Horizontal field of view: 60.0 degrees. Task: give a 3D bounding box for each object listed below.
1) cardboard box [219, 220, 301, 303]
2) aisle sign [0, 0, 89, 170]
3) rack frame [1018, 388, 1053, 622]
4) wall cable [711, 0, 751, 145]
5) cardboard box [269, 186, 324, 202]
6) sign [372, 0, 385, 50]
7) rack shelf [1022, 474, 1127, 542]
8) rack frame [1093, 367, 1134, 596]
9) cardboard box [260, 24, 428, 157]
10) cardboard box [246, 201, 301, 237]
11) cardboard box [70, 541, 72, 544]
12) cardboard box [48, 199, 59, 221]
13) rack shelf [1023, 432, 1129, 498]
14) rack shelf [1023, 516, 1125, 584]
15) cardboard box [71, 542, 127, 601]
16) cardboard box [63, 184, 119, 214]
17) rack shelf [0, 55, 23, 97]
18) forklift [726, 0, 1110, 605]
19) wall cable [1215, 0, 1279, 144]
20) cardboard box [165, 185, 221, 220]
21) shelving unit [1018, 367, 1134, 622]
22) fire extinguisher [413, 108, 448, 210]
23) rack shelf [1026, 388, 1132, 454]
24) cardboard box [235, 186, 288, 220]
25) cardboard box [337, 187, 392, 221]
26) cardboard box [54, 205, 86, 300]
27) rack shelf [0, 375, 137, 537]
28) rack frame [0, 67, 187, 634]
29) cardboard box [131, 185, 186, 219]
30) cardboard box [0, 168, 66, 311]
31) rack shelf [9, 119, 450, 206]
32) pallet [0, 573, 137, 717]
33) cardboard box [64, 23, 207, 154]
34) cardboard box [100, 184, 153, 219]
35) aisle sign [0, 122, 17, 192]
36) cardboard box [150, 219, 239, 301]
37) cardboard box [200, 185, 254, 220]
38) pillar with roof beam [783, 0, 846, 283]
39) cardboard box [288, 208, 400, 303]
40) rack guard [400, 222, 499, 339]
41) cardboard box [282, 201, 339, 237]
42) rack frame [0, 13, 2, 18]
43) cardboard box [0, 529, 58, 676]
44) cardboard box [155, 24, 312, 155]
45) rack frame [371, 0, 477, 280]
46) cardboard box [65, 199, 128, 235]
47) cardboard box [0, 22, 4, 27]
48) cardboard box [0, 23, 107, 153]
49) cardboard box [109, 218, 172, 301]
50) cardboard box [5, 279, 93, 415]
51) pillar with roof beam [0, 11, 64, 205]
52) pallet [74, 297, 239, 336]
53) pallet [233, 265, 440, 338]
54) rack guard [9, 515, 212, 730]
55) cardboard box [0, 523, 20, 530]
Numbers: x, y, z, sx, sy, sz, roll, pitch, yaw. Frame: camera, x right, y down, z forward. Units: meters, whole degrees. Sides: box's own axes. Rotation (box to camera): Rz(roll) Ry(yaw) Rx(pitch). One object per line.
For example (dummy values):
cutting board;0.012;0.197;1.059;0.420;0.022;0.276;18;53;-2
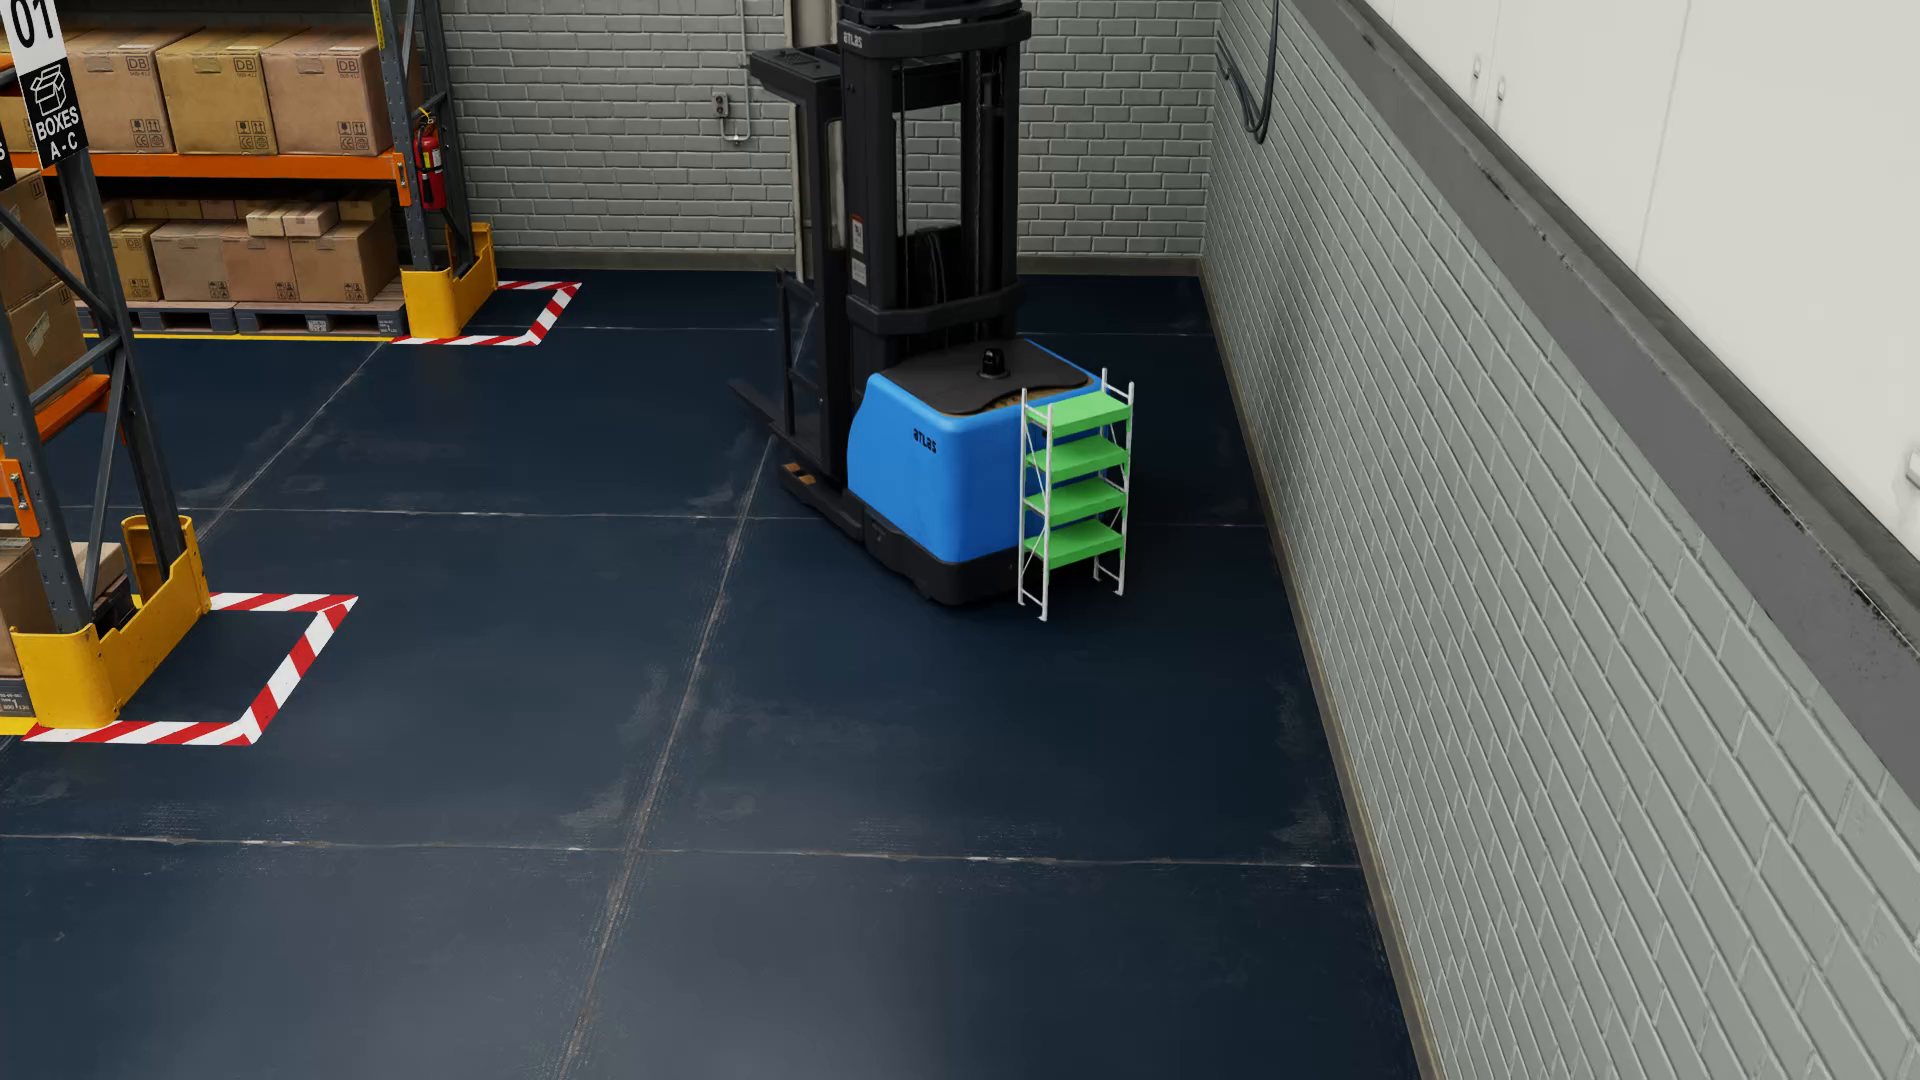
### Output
cardboard box;-5.014;-2.106;12.240;0.500;0.500;0.700;1;28;2
aisle sign;-3.904;-2.018;7.078;0.004;0.787;0.394;1;28;2
rack frame;0.371;-0.161;8.272;0.015;1.200;0.240;-17;32;-28
wall cable;-2.498;-3.922;12.361;1.851;1.984;0.084;1;28;2
cardboard box;-4.889;-2.483;12.260;0.250;0.149;0.380;1;28;2
sign;-3.844;-3.414;10.998;0.005;0.325;0.100;1;28;2
rack shelf;0.577;-0.166;8.418;0.480;0.148;0.258;-17;32;-28
rack frame;0.782;-0.284;8.504;0.015;1.200;0.240;-17;32;-28
cardboard box;-4.321;-3.188;11.740;0.700;0.700;0.980;2;28;4
cardboard box;-4.904;-2.305;11.923;0.250;0.149;0.380;2;28;3
cardboard box;-4.638;0.153;8.314;0.250;0.166;0.380;1;28;2
cardboard box;-6.729;-2.334;11.978;0.250;0.149;0.380;2;28;4
rack shelf;0.577;-0.378;8.306;0.480;0.148;0.258;-17;32;-28
rack shelf;0.577;0.046;8.531;0.480;0.148;0.258;-17;32;-28
cardboard box;-4.389;0.165;8.311;0.250;0.149;0.380;1;28;2
cardboard box;-6.413;-2.508;12.307;0.250;0.149;0.380;0;28;0
rack shelf;-5.981;-1.773;6.958;4.000;0.370;1.077;1;28;2
forklift;-0.423;-1.611;9.159;1.130;2.935;3.031;-16;32;-28
wall cable;1.829;-4.069;10.634;0.112;2.526;3.097;1;28;2
cardboard box;-5.649;-2.496;12.283;0.250;0.149;0.380;1;28;2
shelving unit;0.577;-0.222;8.388;0.503;1.200;0.258;-17;32;-28
fire extinguisher;-3.677;-2.634;11.497;0.183;0.674;0.296;1;28;2
rack shelf;0.577;-0.590;8.193;0.480;0.148;0.258;-17;32;-28
cardboard box;-5.139;-2.488;12.268;0.250;0.149;0.380;1;28;2
cardboard box;-4.382;-2.475;12.245;0.250;0.149;0.380;1;28;2
cardboard box;-6.563;-2.128;12.283;0.500;0.500;0.700;1;28;1
rack shelf;-5.981;-0.448;7.660;4.000;0.370;1.077;1;28;2
rack frame;-3.982;-0.733;7.429;0.127;3.000;1.000;1;28;2
cardboard box;-5.902;-2.500;12.291;0.250;0.149;0.380;0;28;1
cardboard box;-4.416;-1.349;7.419;0.500;0.500;0.500;2;28;3
rack shelf;-5.810;-2.767;12.034;4.000;0.370;1.077;1;28;2
pallet;-4.855;0.486;8.109;1.213;0.211;1.003;1;28;2
cardboard box;-5.810;-3.211;11.785;0.700;0.700;0.980;0;28;-1
cardboard box;-6.160;-2.504;12.299;0.250;0.149;0.380;1;28;2
aisle sign;-3.925;-1.737;6.548;0.004;0.787;0.394;1;28;2
cardboard box;-5.517;-2.114;12.255;0.500;0.500;0.700;0;28;0
cardboard box;-5.393;-2.492;12.276;0.250;0.149;0.380;1;28;3
pillar with roof beam;-1.234;-4.047;7.277;0.400;9.000;9.100;1;28;2
cardboard box;-4.514;-2.097;12.224;0.500;0.500;0.700;1;28;2
rack guard;-3.787;-1.947;12.388;0.348;0.500;1.175;1;28;2
cardboard box;-4.649;-2.301;11.915;0.250;0.149;0.380;1;28;1
rack frame;-3.982;-3.383;6.024;0.127;3.000;1.000;1;28;2
cardboard box;-4.534;0.284;7.711;0.500;0.500;0.500;1;28;2
cardboard box;-5.049;-3.194;11.753;0.700;0.700;0.980;1;28;1
rack frame;-3.811;-3.051;11.804;0.127;3.000;1.000;1;28;2
cardboard box;-6.207;-2.325;11.962;0.250;0.149;0.380;0;28;0
cardboard box;-7.267;-3.233;11.827;0.700;0.700;0.980;1;28;3
cardboard box;-6.538;-3.219;11.799;0.700;0.700;0.980;0;28;0
cardboard box;-6.050;-2.119;12.265;0.500;0.500;0.700;2;28;3
cardboard box;-4.416;-0.908;7.653;0.500;0.500;0.500;2;28;3
pillar with roof beam;-7.230;-4.146;7.464;0.400;9.000;9.100;1;28;2
pallet;-5.829;-1.817;12.453;1.213;0.211;1.003;1;28;2
pallet;-4.613;-1.796;12.413;1.213;0.211;1.003;1;28;2
rack guard;-4.058;0.371;8.017;0.348;0.500;1.175;1;28;2
cardboard box;-5.015;0.138;8.253;0.500;0.250;0.500;1;28;2
